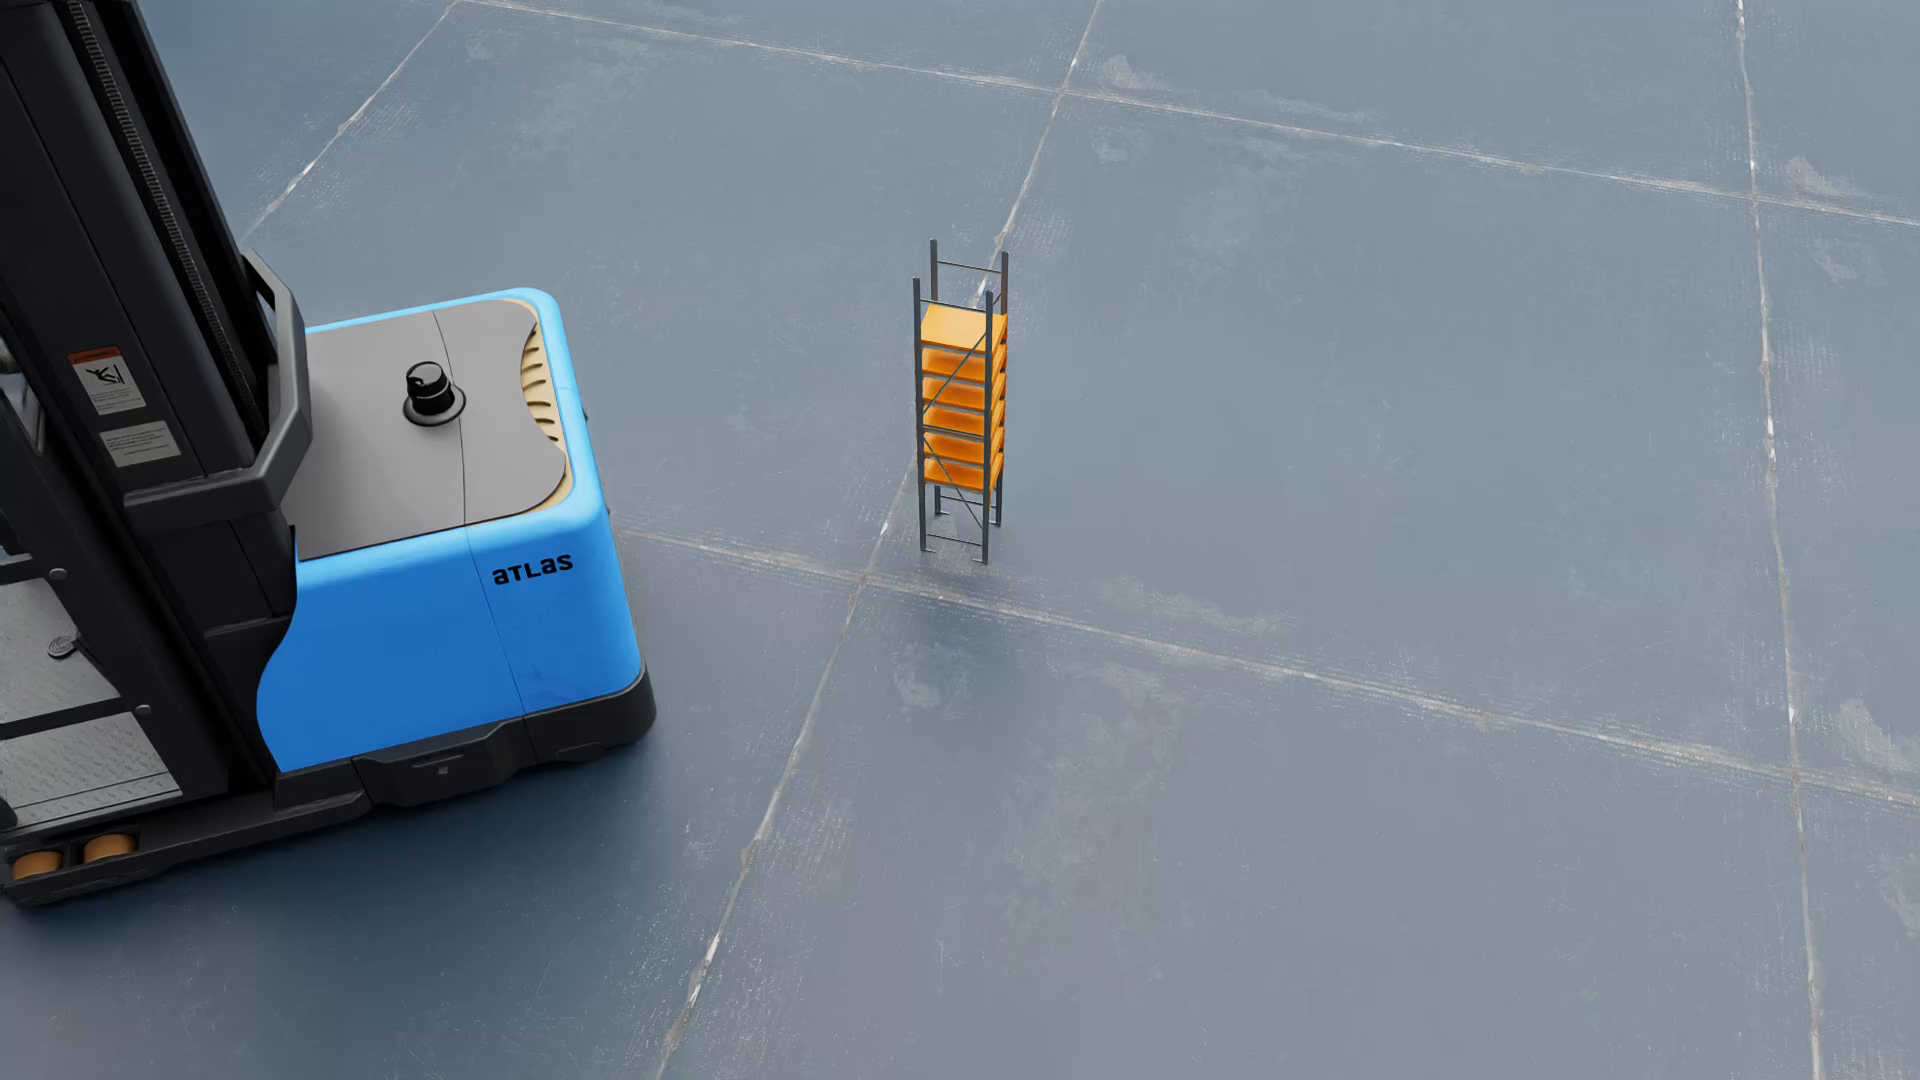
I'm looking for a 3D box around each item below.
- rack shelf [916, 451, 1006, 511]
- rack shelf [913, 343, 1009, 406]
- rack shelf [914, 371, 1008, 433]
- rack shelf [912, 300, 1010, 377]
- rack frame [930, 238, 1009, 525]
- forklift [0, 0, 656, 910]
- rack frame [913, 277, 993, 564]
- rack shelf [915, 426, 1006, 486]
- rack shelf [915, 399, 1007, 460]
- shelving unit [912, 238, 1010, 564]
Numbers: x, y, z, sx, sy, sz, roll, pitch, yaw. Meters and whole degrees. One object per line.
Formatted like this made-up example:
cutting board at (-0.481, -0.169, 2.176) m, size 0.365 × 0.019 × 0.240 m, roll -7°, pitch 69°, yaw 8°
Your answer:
rack shelf at (0.004, -0.219, 5.523) m, size 0.258 × 0.103 × 0.180 m, roll 12°, pitch 50°, yaw 10°
rack shelf at (0.004, -0.537, 5.163) m, size 0.258 × 0.103 × 0.180 m, roll 12°, pitch 50°, yaw 10°
rack shelf at (0.004, -0.458, 5.253) m, size 0.258 × 0.103 × 0.180 m, roll 12°, pitch 50°, yaw 10°
rack shelf at (0.004, -0.616, 5.073) m, size 0.258 × 0.103 × 0.180 m, roll 12°, pitch 50°, yaw 10°
rack frame at (0.028, -0.474, 5.368) m, size 0.240 × 1.200 × 0.006 m, roll 12°, pitch 50°, yaw 10°
forklift at (-2.521, -0.364, 4.116) m, size 3.031 × 2.935 × 1.130 m, roll -13°, pitch 50°, yaw -11°
rack frame at (-0.020, -0.341, 5.251) m, size 0.240 × 1.200 × 0.006 m, roll 12°, pitch 50°, yaw 10°
rack shelf at (0.004, -0.299, 5.433) m, size 0.258 × 0.103 × 0.180 m, roll 12°, pitch 50°, yaw 10°
rack shelf at (0.004, -0.378, 5.343) m, size 0.258 × 0.103 × 0.180 m, roll 12°, pitch 50°, yaw 10°
shelving unit at (0.004, -0.407, 5.309) m, size 0.258 × 1.200 × 0.189 m, roll 12°, pitch 50°, yaw 10°
